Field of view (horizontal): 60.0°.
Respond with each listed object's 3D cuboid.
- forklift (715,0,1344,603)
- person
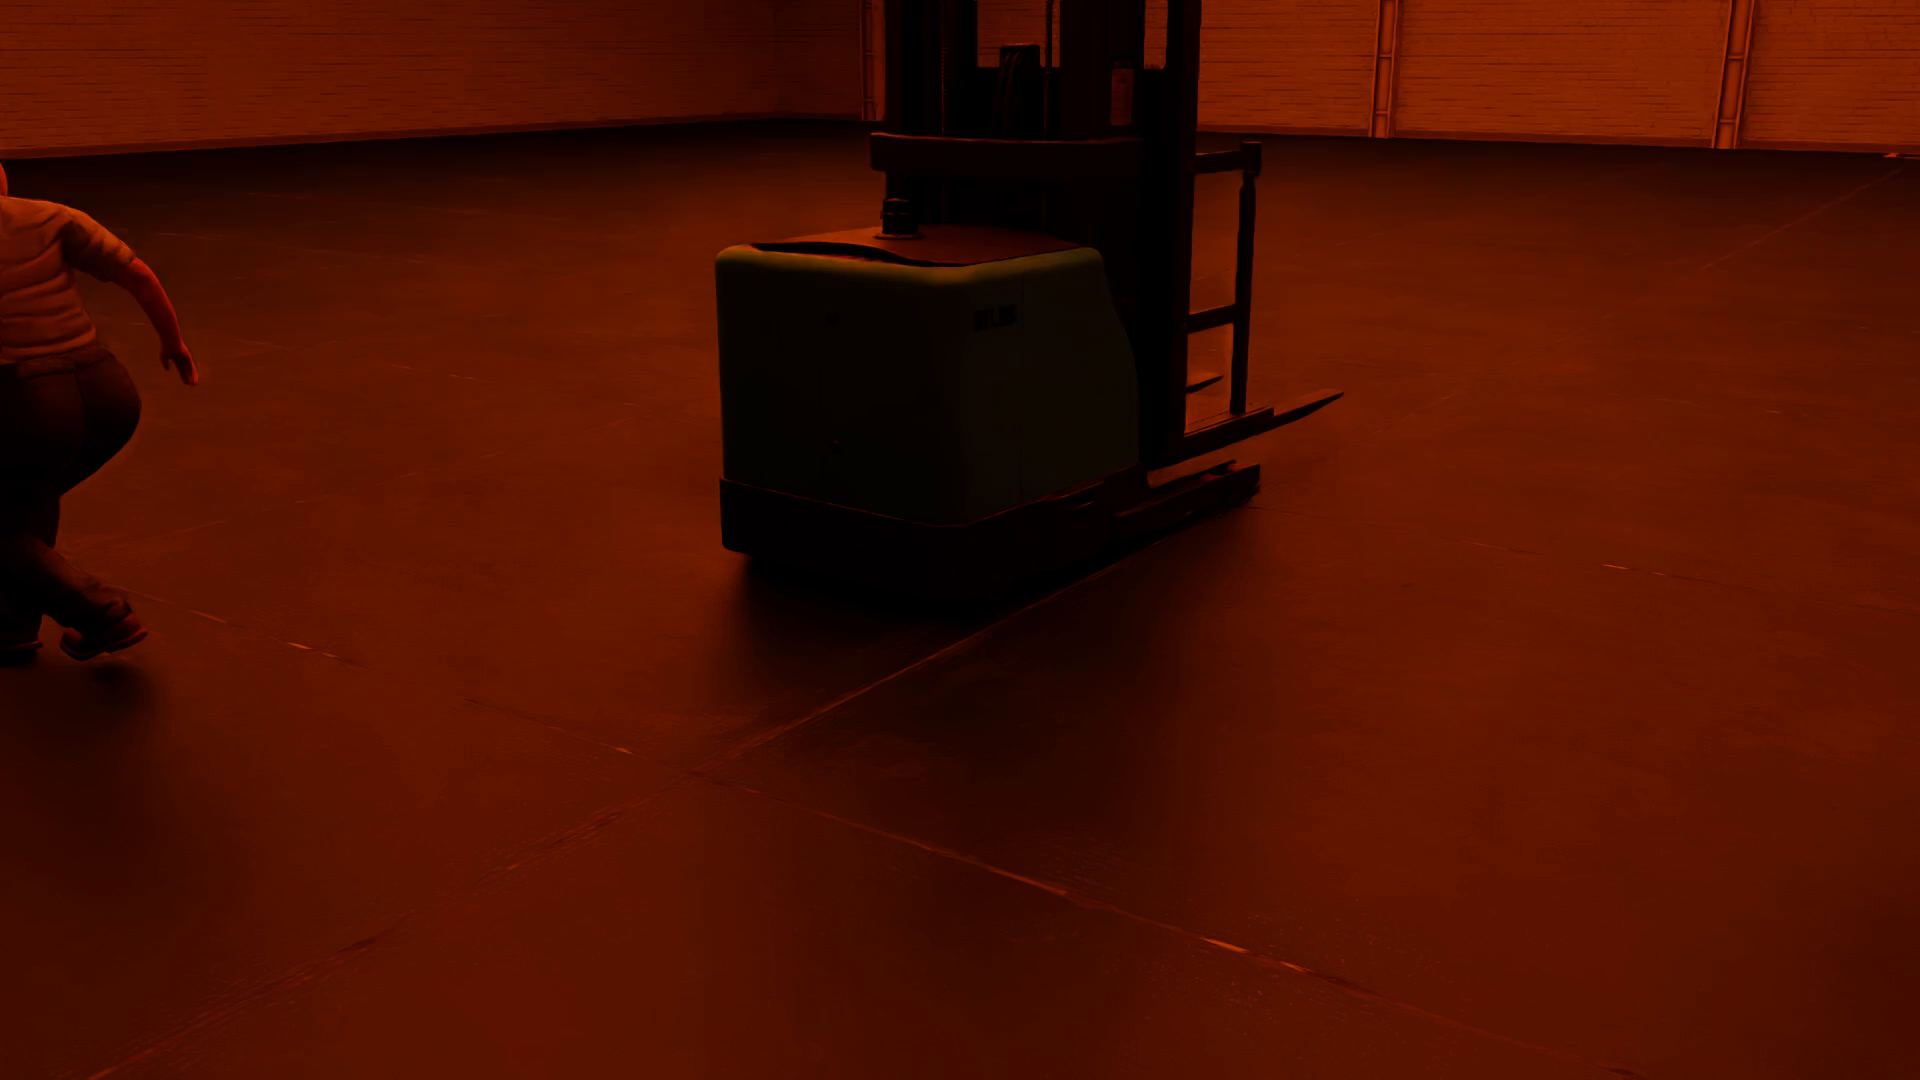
[{"bbox_3d":[0.500,-1.566,6.071,1.130,2.935,3.031,13,21,36],"label":"forklift"},{"bbox_3d":[-2.604,-0.405,4.693,0.808,1.527,0.804,10,19,30],"label":"person"}]
